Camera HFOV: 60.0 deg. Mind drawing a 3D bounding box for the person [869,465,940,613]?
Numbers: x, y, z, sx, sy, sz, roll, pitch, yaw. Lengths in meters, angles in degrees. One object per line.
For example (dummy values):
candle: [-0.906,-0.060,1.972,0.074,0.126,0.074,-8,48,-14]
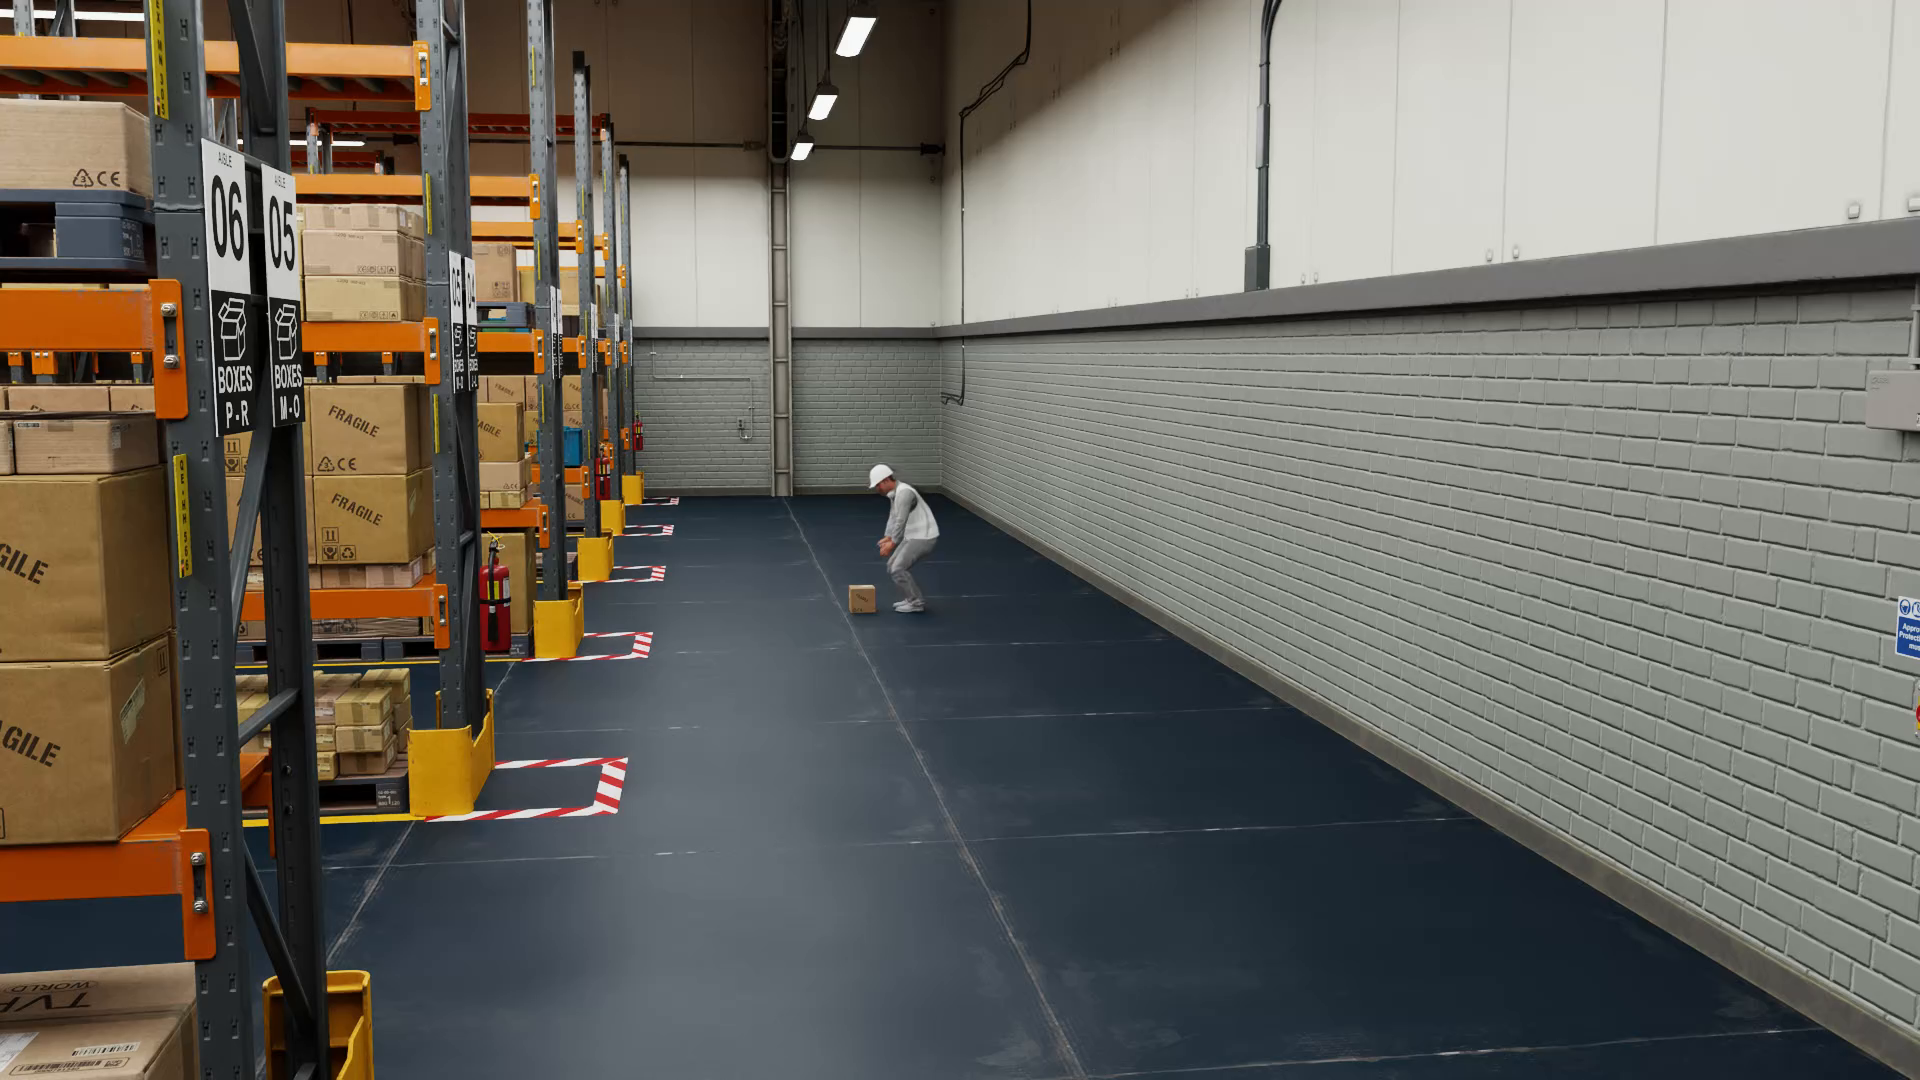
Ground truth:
person: [-0.574,-0.020,16.994,0.705,1.506,0.590,-1,7,-8]
